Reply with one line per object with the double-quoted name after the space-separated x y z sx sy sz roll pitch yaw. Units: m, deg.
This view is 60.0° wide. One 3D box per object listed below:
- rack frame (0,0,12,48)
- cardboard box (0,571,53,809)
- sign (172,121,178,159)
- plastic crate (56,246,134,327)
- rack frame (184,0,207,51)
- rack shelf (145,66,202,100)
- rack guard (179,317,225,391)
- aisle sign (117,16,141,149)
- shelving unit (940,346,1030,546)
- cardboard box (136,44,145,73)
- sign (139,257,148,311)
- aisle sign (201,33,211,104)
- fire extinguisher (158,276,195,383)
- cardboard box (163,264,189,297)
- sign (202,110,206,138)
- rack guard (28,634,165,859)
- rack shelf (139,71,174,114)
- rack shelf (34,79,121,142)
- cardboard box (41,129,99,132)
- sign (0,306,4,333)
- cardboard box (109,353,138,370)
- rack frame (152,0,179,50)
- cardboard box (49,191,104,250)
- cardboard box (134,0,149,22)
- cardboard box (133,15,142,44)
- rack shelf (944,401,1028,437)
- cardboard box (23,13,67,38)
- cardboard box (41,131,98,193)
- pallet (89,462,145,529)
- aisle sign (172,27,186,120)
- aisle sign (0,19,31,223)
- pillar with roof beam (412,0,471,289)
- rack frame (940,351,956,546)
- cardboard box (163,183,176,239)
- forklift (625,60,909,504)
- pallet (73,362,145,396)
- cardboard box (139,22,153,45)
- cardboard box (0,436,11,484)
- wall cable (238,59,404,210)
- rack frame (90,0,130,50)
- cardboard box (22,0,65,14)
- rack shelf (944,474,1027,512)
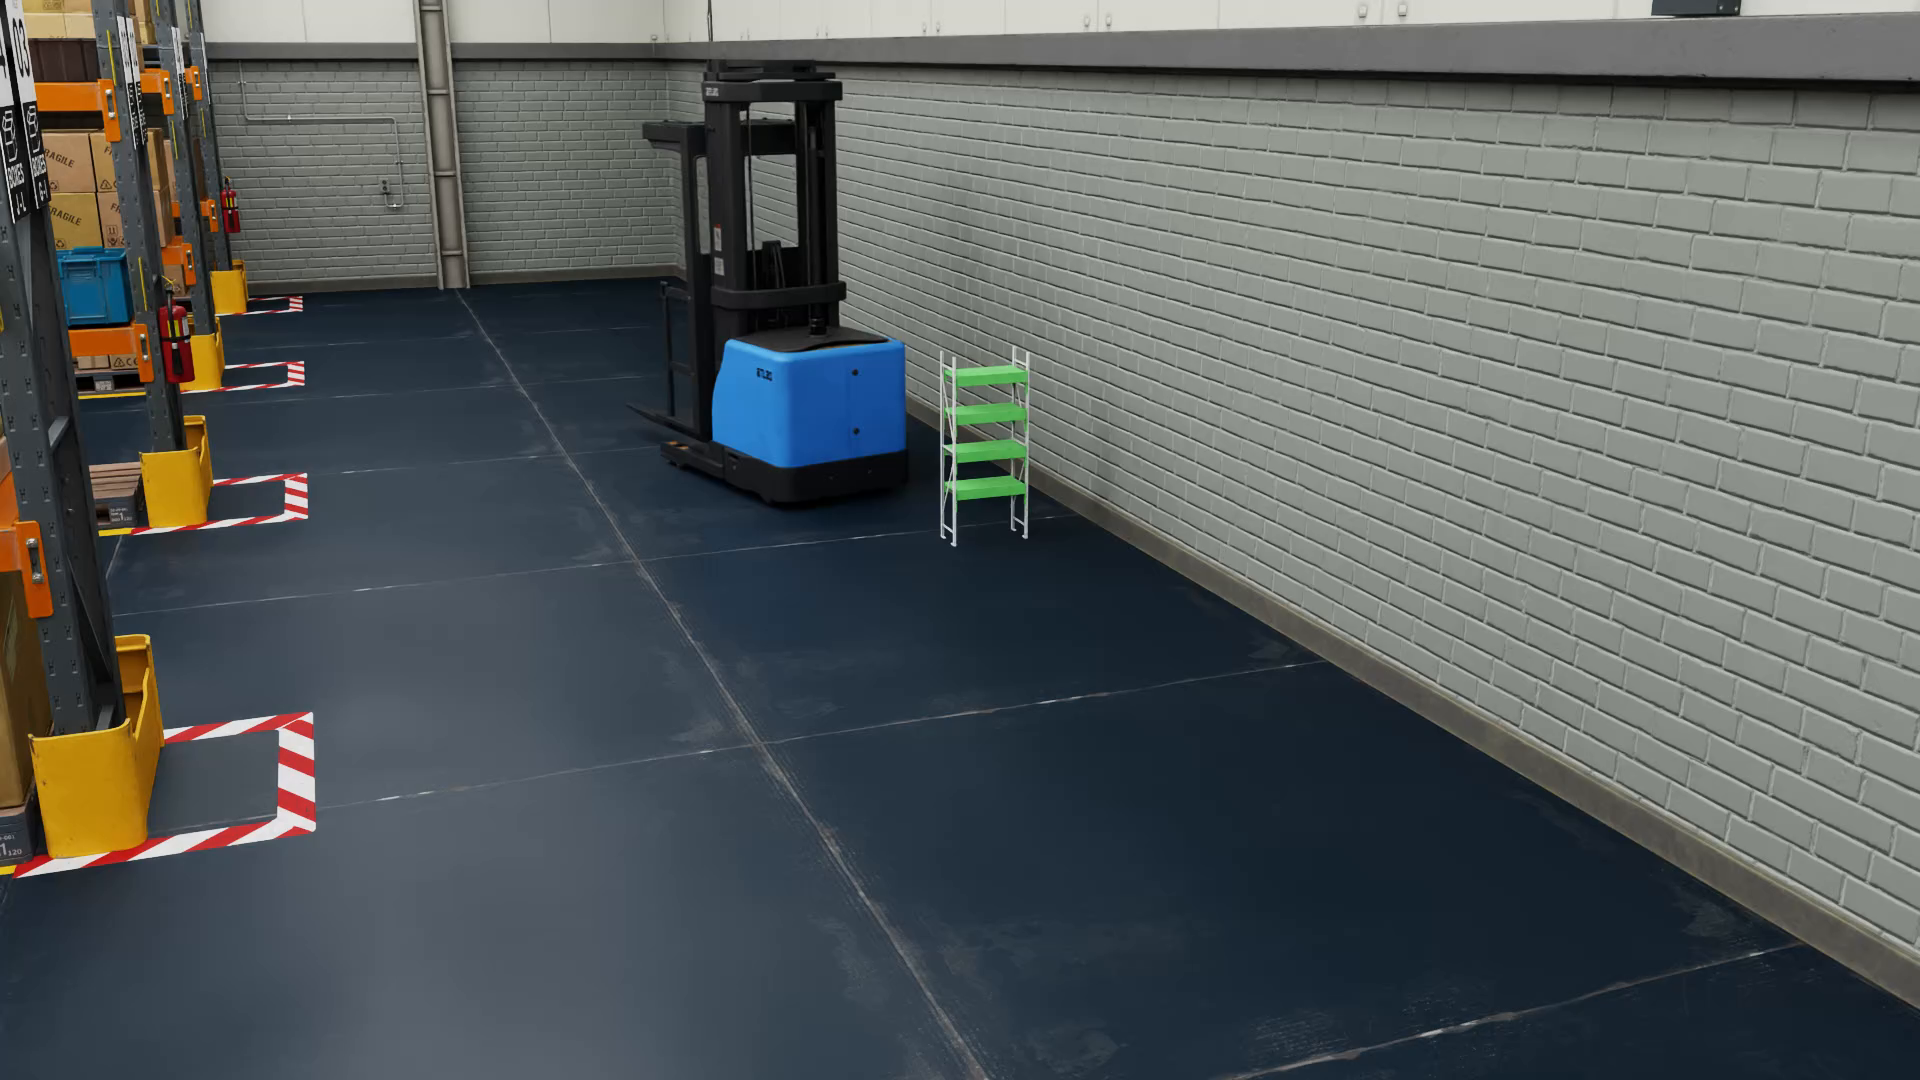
-3.582 -3.251 5.696 0.127 3.000 1.000 -6 17 -20 "rack frame"
-4.151 0.531 6.490 0.875 0.875 0.875 -6 17 -20 "cardboard box"
-6.943 -3.538 14.707 0.005 0.325 0.100 -6 17 -20 "sign"
-5.600 -1.638 10.683 0.499 0.435 0.616 -6 17 -20 "plastic crate"
-8.899 -7.160 19.010 0.127 3.000 1.000 -6 17 -20 "rack frame"
-10.767 -5.174 18.848 4.000 0.370 1.077 -6 17 -20 "rack shelf"
-7.194 -1.772 15.745 0.348 0.500 1.175 -6 17 -20 "rack guard"
-5.182 -2.853 10.375 0.004 0.787 0.394 -6 17 -20 "aisle sign"
0.155 -0.592 10.486 0.503 1.200 0.258 -6 17 -20 "shelving unit"
-7.694 -4.361 15.068 0.500 0.250 0.500 -6 17 -20 "cardboard box"
-5.142 -1.610 10.469 0.005 0.325 0.100 -6 17 -20 "sign"
-8.725 -5.457 19.245 0.004 0.787 0.394 -6 17 -20 "aisle sign"
-5.051 -1.355 10.687 0.183 0.674 0.296 -6 17 -20 "fire extinguisher"
-9.517 -3.187 19.819 0.500 0.500 0.700 -6 17 -20 "cardboard box"
-8.718 -4.807 19.168 0.005 0.325 0.100 -6 17 -20 "sign"
-3.559 0.825 6.902 0.348 0.500 1.175 -6 17 -20 "rack guard"
-8.991 -3.871 14.411 4.000 0.370 1.077 -6 17 -20 "rack shelf"
-7.222 -2.568 9.971 4.000 0.370 1.077 -6 17 -20 "rack shelf"
-8.117 -3.476 15.161 0.500 0.500 0.500 -6 17 -20 "cardboard box"
-3.401 -0.897 5.854 0.005 0.325 0.100 -6 17 -20 "sign"
-7.543 -1.871 15.301 0.500 0.500 0.500 -6 17 -20 "cardboard box"
-7.123 -5.857 14.573 0.127 3.000 1.000 -6 17 -20 "rack frame"
-7.927 -2.857 14.825 0.500 0.500 0.500 -6 17 -20 "cardboard box"
-9.485 -6.113 18.779 0.500 0.500 0.500 -6 17 -20 "cardboard box"
-7.696 -4.603 15.003 0.500 0.250 0.500 -6 17 -20 "cardboard box"
0.155 -0.761 10.436 0.480 0.148 0.258 -6 17 -20 "rack shelf"
-7.978 -4.417 14.370 0.500 0.250 0.500 -6 17 -20 "cardboard box"
-7.912 -3.338 14.690 0.500 0.500 0.500 -6 17 -19 "cardboard box"
-6.138 -0.264 11.124 1.213 0.211 1.003 -6 17 -20 "pallet"
-6.950 -4.152 14.801 0.004 0.787 0.394 -6 17 -20 "aisle sign"
-3.407 -1.548 5.931 0.004 0.787 0.394 -6 17 -20 "aisle sign"
-5.147 -6.527 16.855 0.400 9.000 9.100 -6 17 -20 "pillar with roof beam"
-0.073 -0.568 10.402 0.015 1.200 0.240 -6 17 -20 "rack frame"
-7.632 -3.051 15.488 0.500 0.500 0.500 -6 17 -19 "cardboard box"
-1.609 -2.010 12.242 1.130 2.935 3.031 -11 20 -33 "forklift"
-7.938 -1.552 15.511 1.213 0.211 1.003 -6 17 -20 "pallet"
-9.488 -5.755 18.891 0.500 0.250 0.500 -6 17 -18 "cardboard box"
-4.031 -0.303 6.751 0.250 0.149 0.380 -6 17 -19 "cardboard box"
-8.042 -5.147 20.999 1.851 1.984 0.084 -6 17 -20 "wall cable"
-5.354 -4.554 10.134 0.127 3.000 1.000 -6 17 -20 "rack frame"
-8.094 -4.862 14.554 0.500 0.500 0.700 -6 17 -20 "cardboard box"
0.155 -0.301 10.572 0.480 0.148 0.258 -6 17 -20 "rack shelf"
